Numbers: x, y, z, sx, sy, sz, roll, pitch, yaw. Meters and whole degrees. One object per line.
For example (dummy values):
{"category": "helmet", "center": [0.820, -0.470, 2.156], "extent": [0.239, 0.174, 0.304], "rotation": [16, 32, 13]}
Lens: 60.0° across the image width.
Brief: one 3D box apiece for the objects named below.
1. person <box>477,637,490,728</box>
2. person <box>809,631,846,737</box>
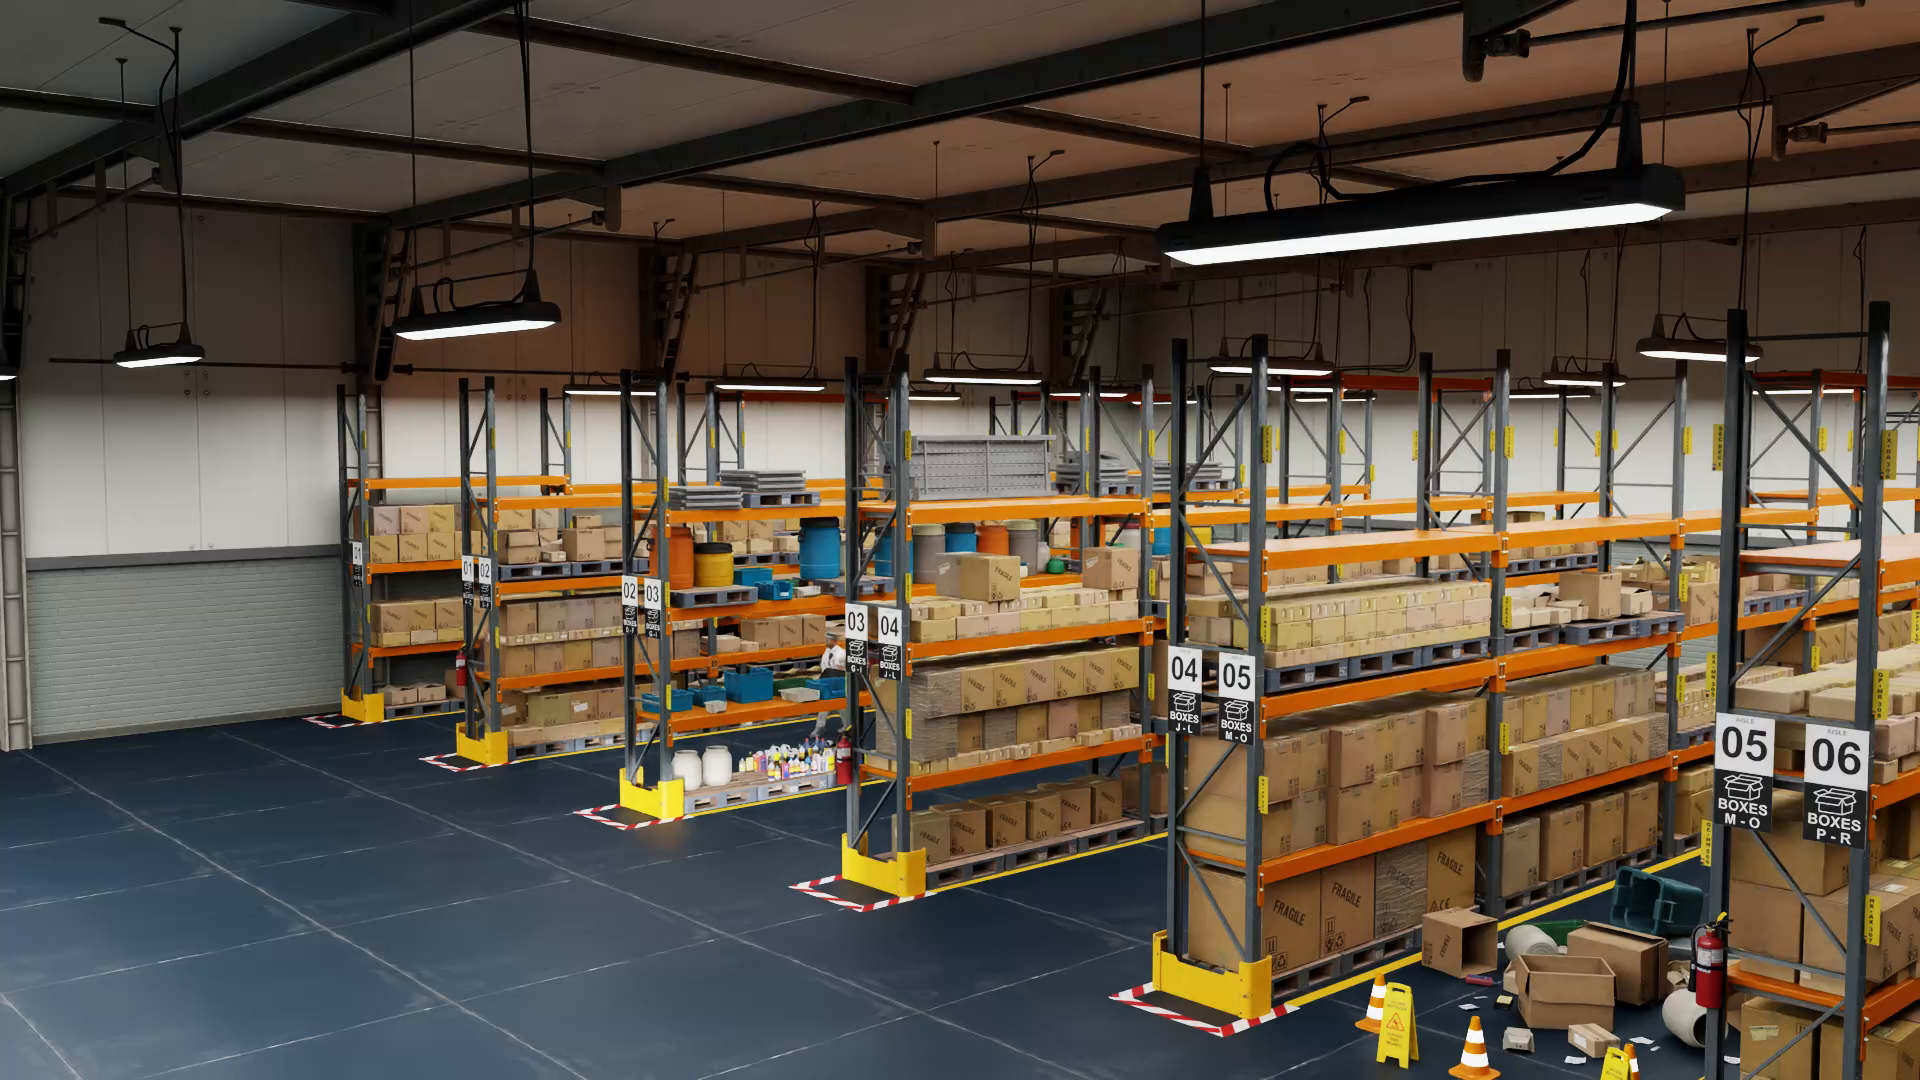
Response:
{"category": "person", "center": [-8.229, 2.393, 29.120], "extent": [0.611, 1.842, 0.646], "rotation": [0, 4, 5]}
{"category": "person", "center": [-2.197, 2.446, 28.265], "extent": [0.812, 1.785, 0.556], "rotation": [-3, 5, -38]}
